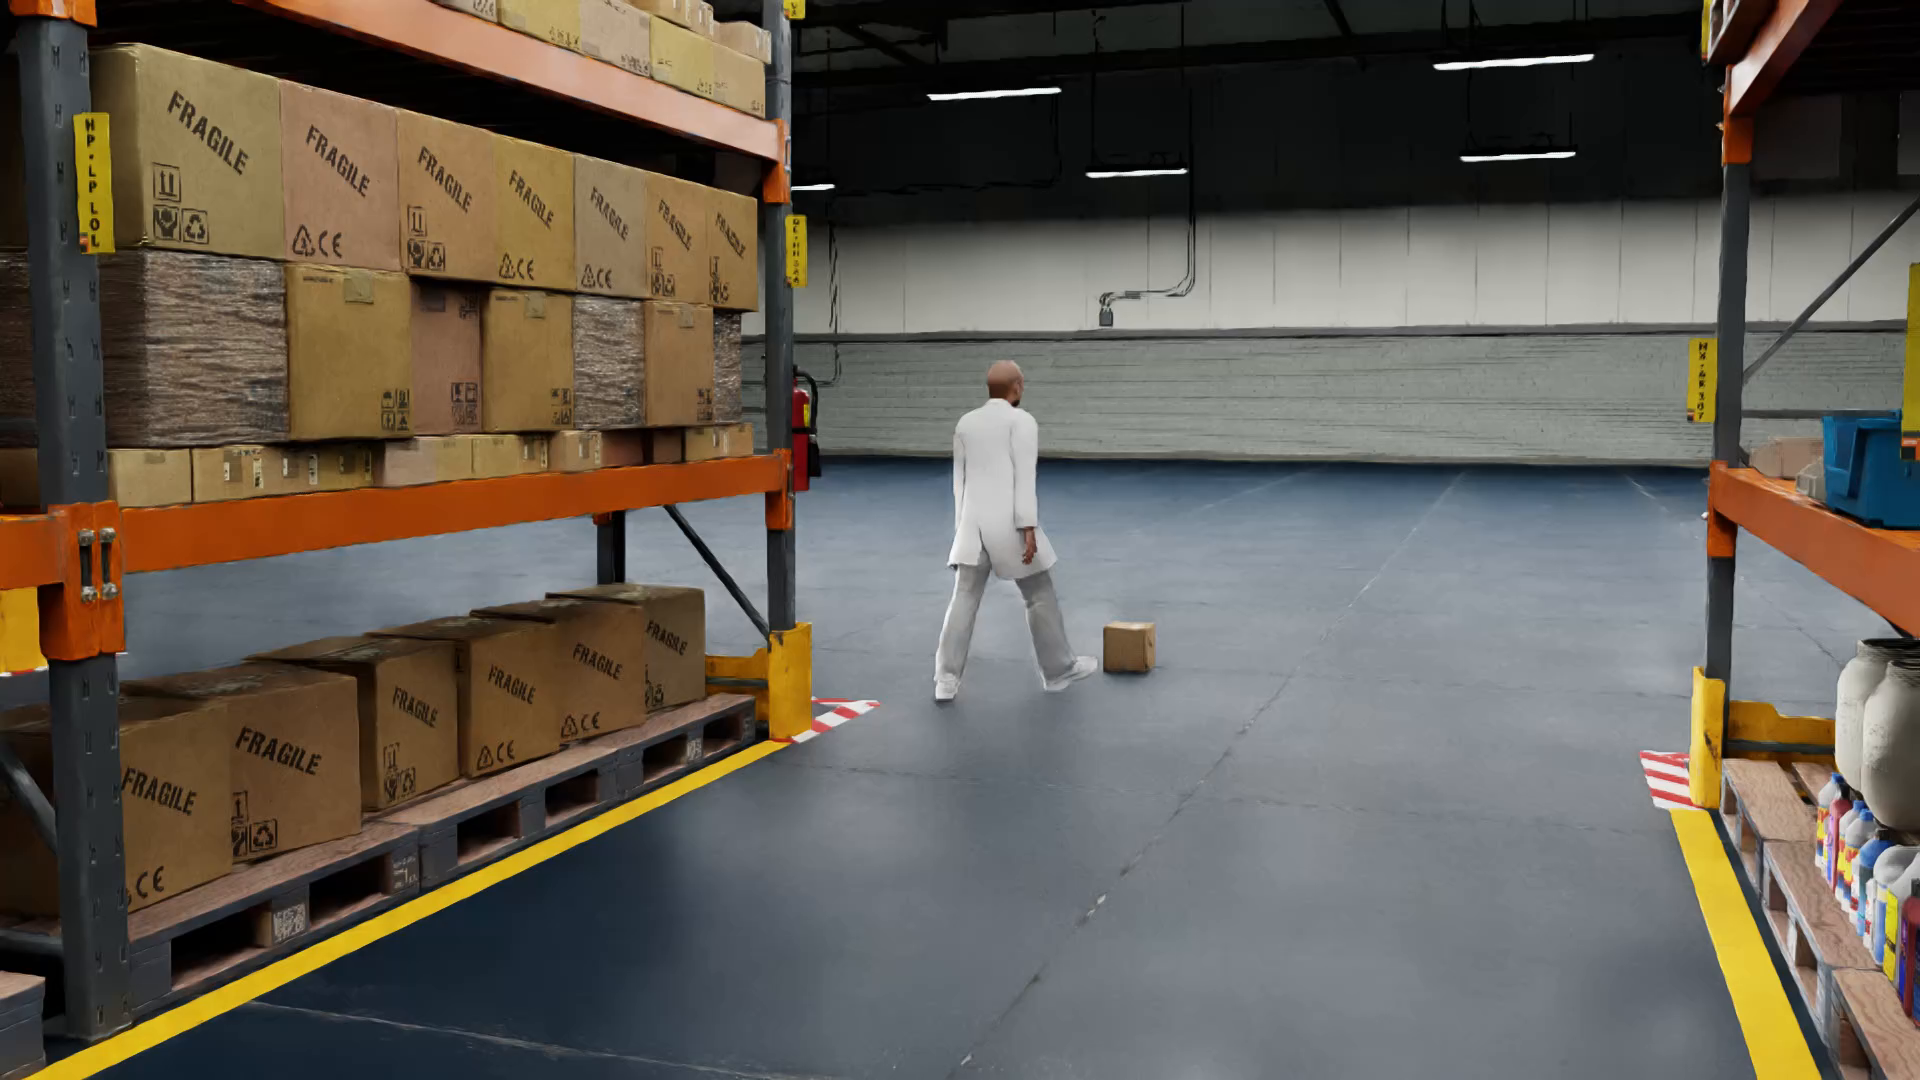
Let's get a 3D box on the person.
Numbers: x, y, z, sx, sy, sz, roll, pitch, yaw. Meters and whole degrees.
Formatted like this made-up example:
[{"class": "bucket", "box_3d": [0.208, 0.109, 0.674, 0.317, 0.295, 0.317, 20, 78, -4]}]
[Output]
[{"class": "person", "box_3d": [0.245, -0.069, 8.704, 0.630, 1.738, 0.973, 4, 7, 39]}]
